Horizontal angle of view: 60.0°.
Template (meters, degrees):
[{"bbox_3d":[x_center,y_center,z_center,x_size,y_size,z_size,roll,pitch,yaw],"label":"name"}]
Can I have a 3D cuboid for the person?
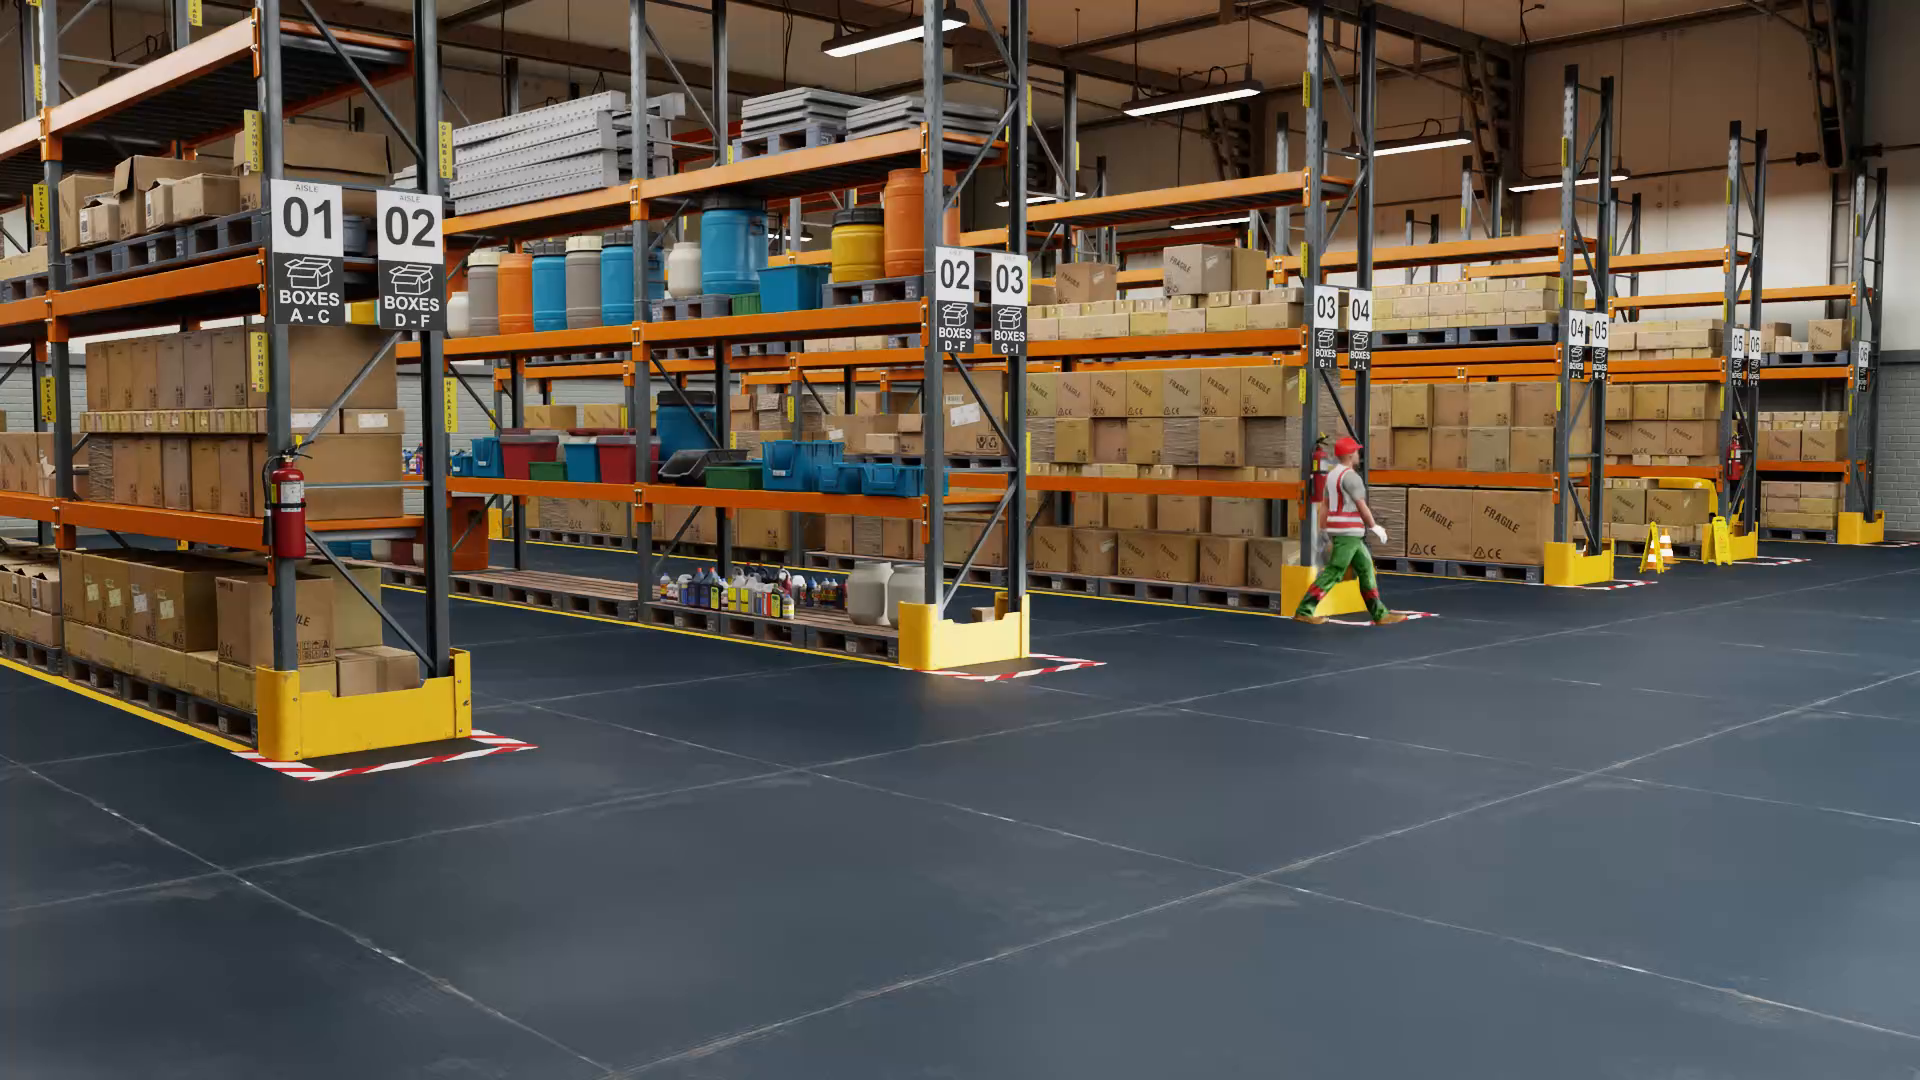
[{"bbox_3d":[3.552,-0.066,15.066,1.103,1.734,0.517,0,4,-4],"label":"person"}]
